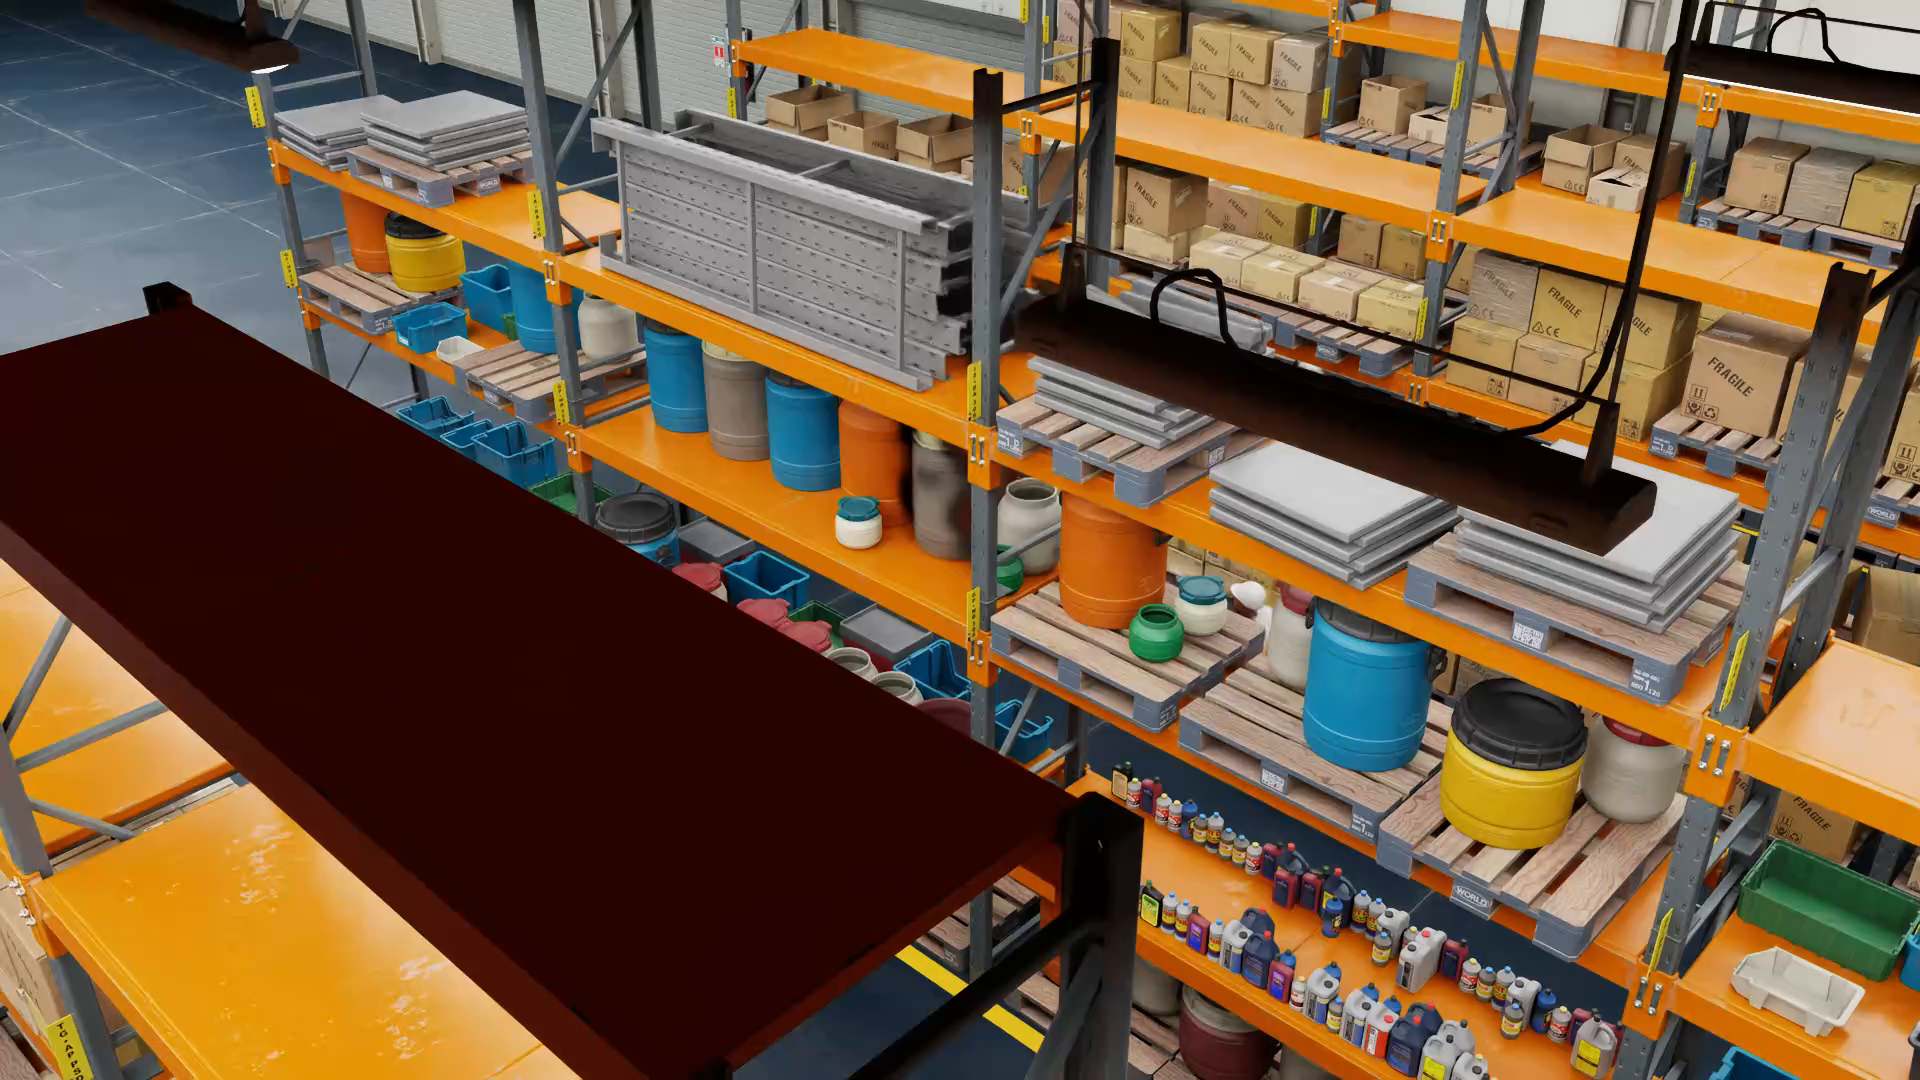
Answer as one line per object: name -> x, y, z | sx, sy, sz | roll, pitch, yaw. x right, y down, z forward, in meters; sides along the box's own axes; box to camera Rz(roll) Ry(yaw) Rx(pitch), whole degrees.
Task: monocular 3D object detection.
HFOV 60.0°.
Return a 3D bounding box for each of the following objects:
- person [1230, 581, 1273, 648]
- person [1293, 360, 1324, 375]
person -> 2.078, 1.060, 12.545 | 0.711, 1.791, 0.674 | 18, 34, 29
person -> 3.659, -1.422, 17.158 | 0.652, 1.613, 0.606 | 14, 32, 23
